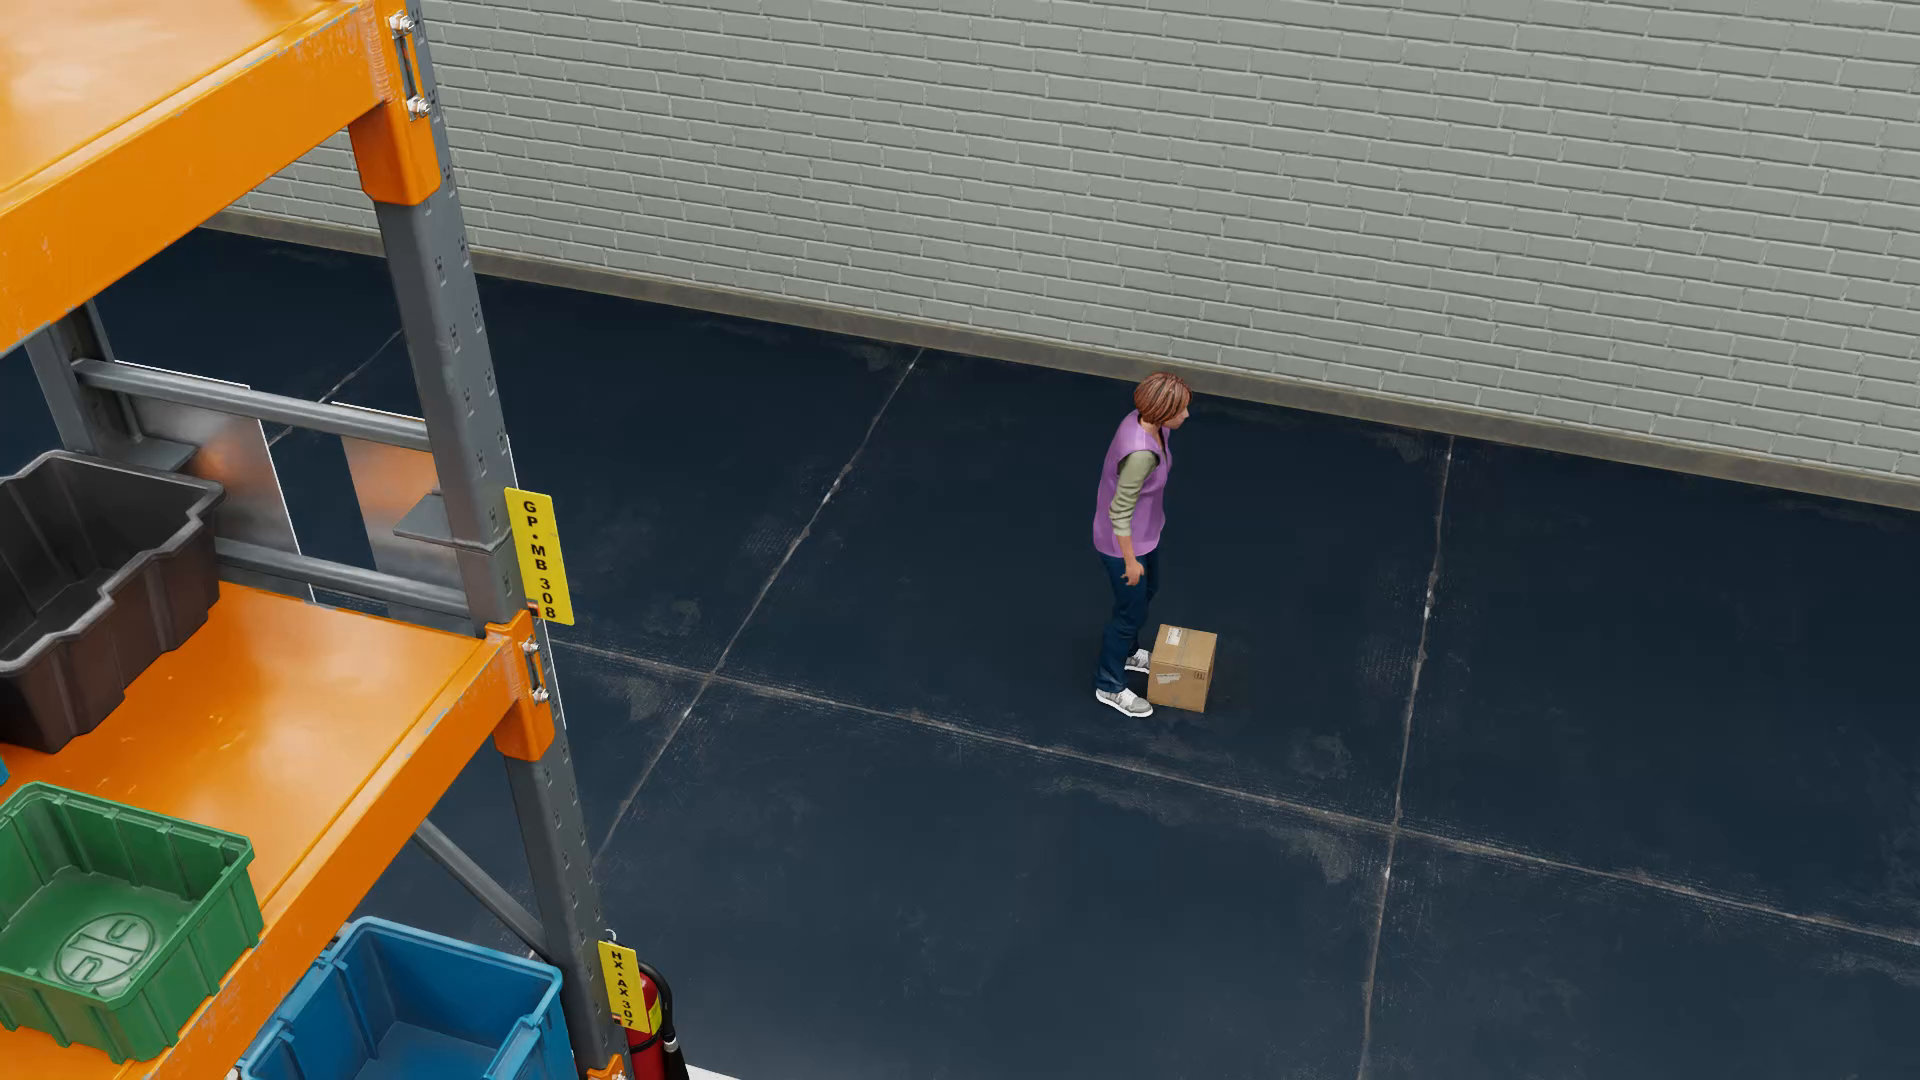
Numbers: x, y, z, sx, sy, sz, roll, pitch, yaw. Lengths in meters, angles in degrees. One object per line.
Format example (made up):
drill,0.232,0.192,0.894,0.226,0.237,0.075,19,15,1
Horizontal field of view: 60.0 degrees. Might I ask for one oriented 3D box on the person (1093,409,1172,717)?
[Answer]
person,0.727,0.071,6.970,0.341,1.392,0.460,10,39,13
